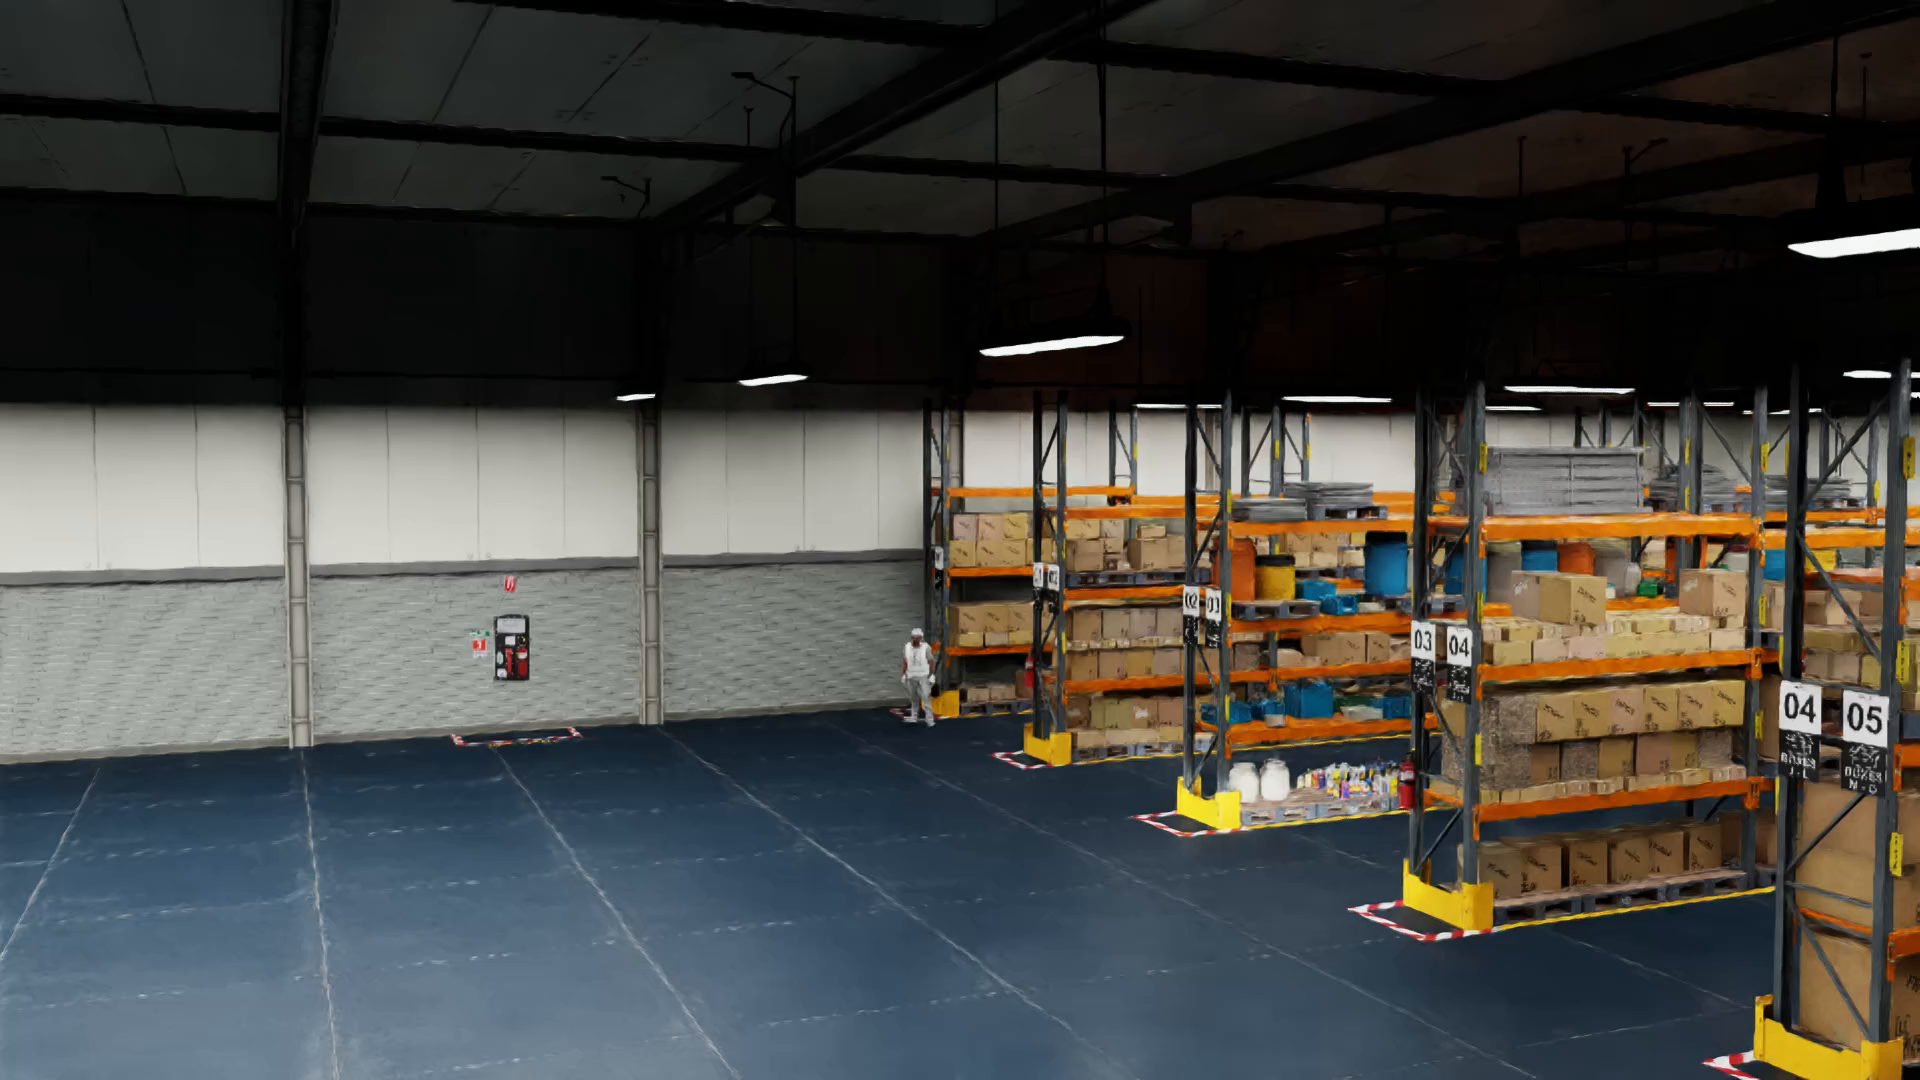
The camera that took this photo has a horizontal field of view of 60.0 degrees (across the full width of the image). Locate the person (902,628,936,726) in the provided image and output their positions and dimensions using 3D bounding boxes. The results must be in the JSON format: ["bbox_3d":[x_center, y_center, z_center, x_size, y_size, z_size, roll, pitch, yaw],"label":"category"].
[{"bbox_3d":[-0.738,2.481,30.276,0.738,1.770,0.567,1,3,16],"label":"person"}]

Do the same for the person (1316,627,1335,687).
[{"bbox_3d":[7.208,2.381,33.221,0.993,1.621,0.483,-2,4,-31],"label":"person"}]
